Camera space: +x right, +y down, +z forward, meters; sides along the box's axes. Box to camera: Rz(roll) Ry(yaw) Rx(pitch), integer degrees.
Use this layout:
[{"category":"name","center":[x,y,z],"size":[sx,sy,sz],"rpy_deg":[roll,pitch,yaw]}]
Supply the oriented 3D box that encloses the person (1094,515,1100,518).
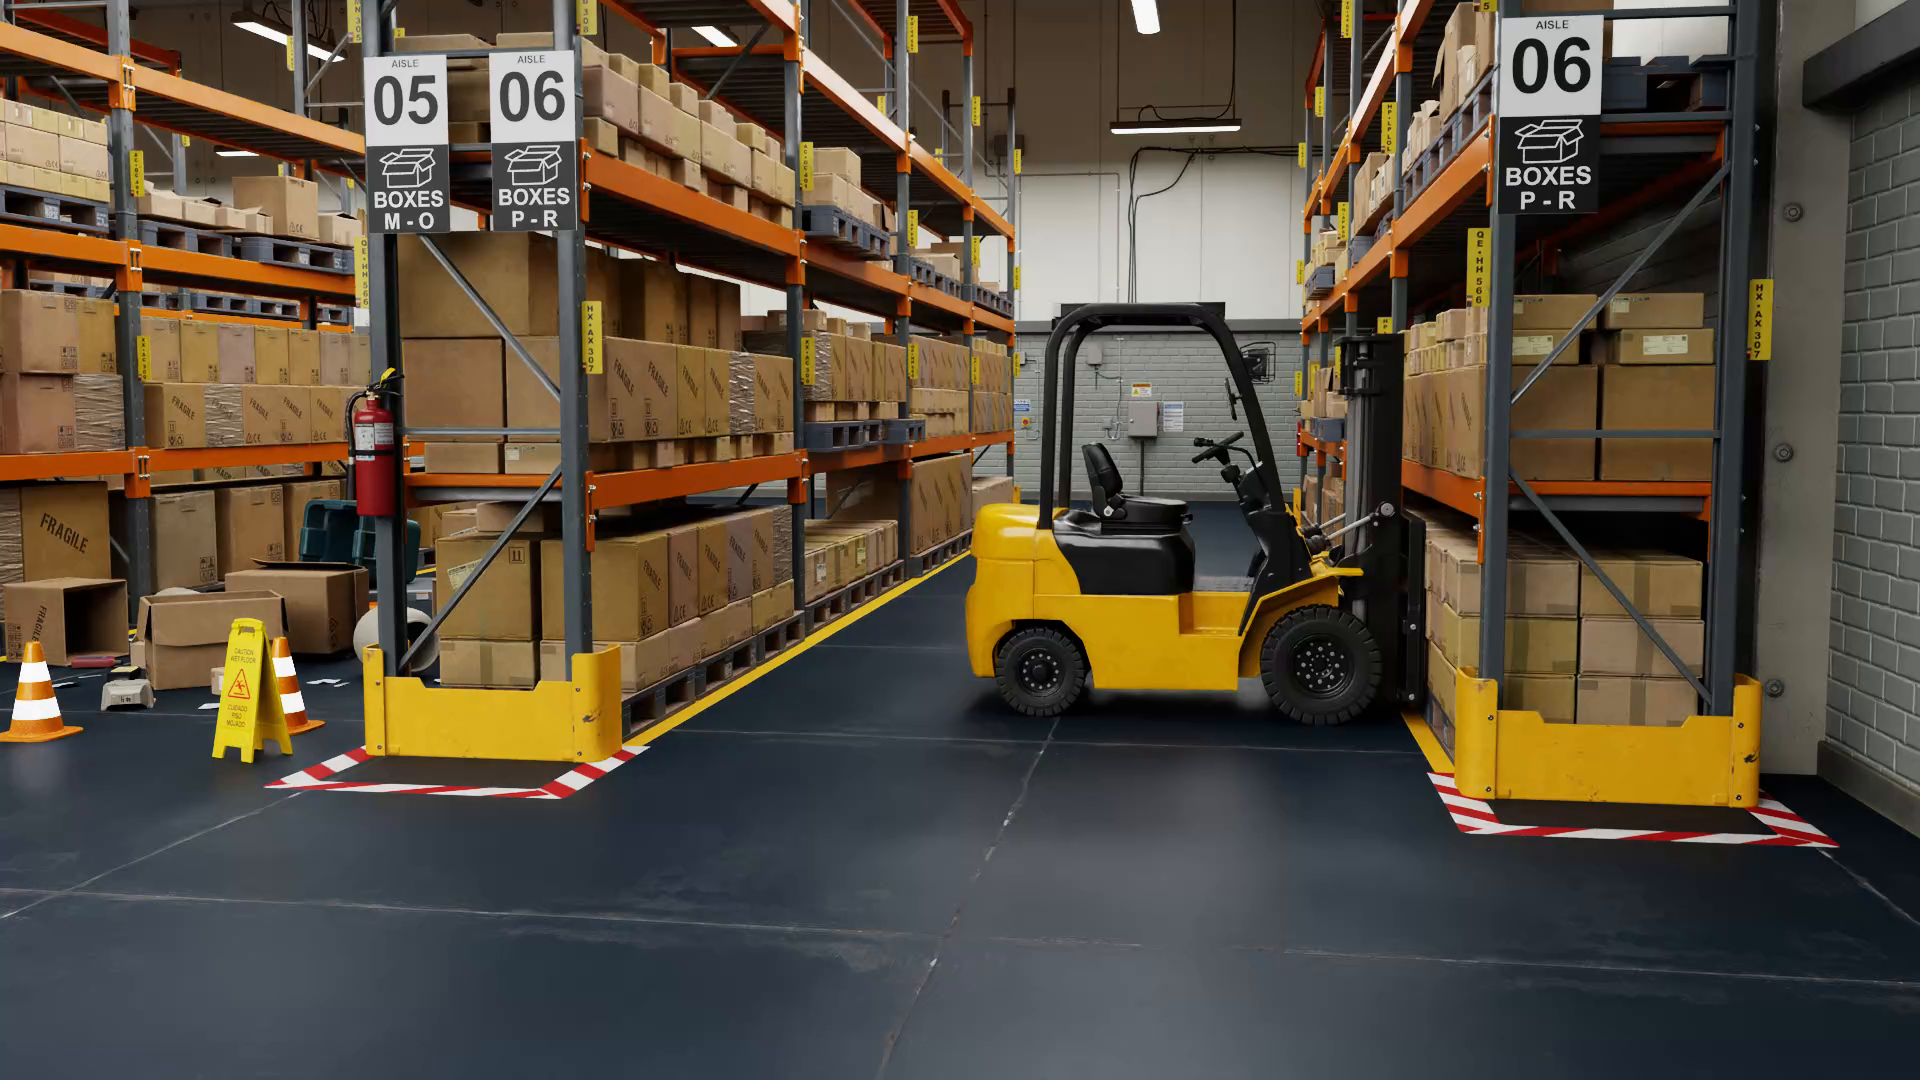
[{"category":"person","center":[0.606,0.302,10.801],"size":[0.849,0.931,0.532],"rpy_deg":[1,5,9]}]
